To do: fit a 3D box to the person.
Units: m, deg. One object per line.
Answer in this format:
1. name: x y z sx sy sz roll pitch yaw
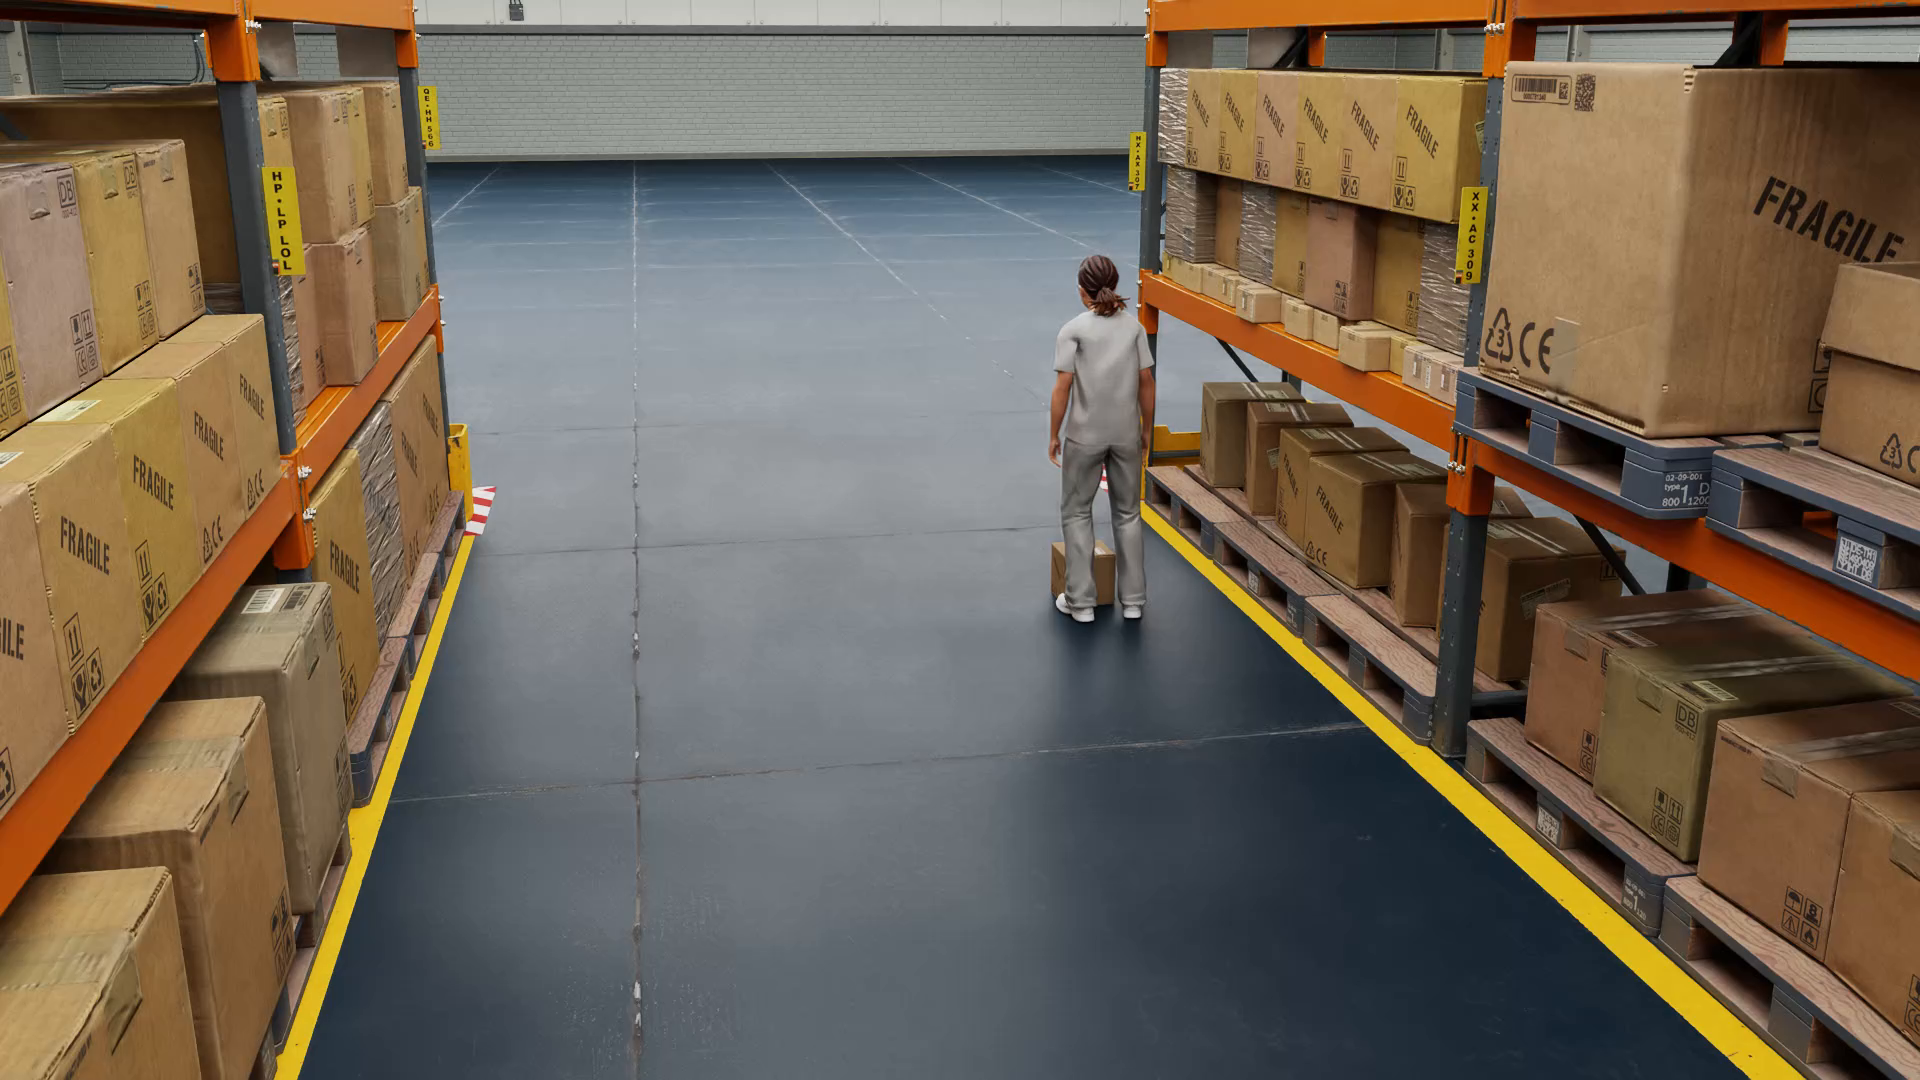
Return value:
1. person: 0.646 -0.454 7.579 0.499 1.672 0.353 -3 17 -11
